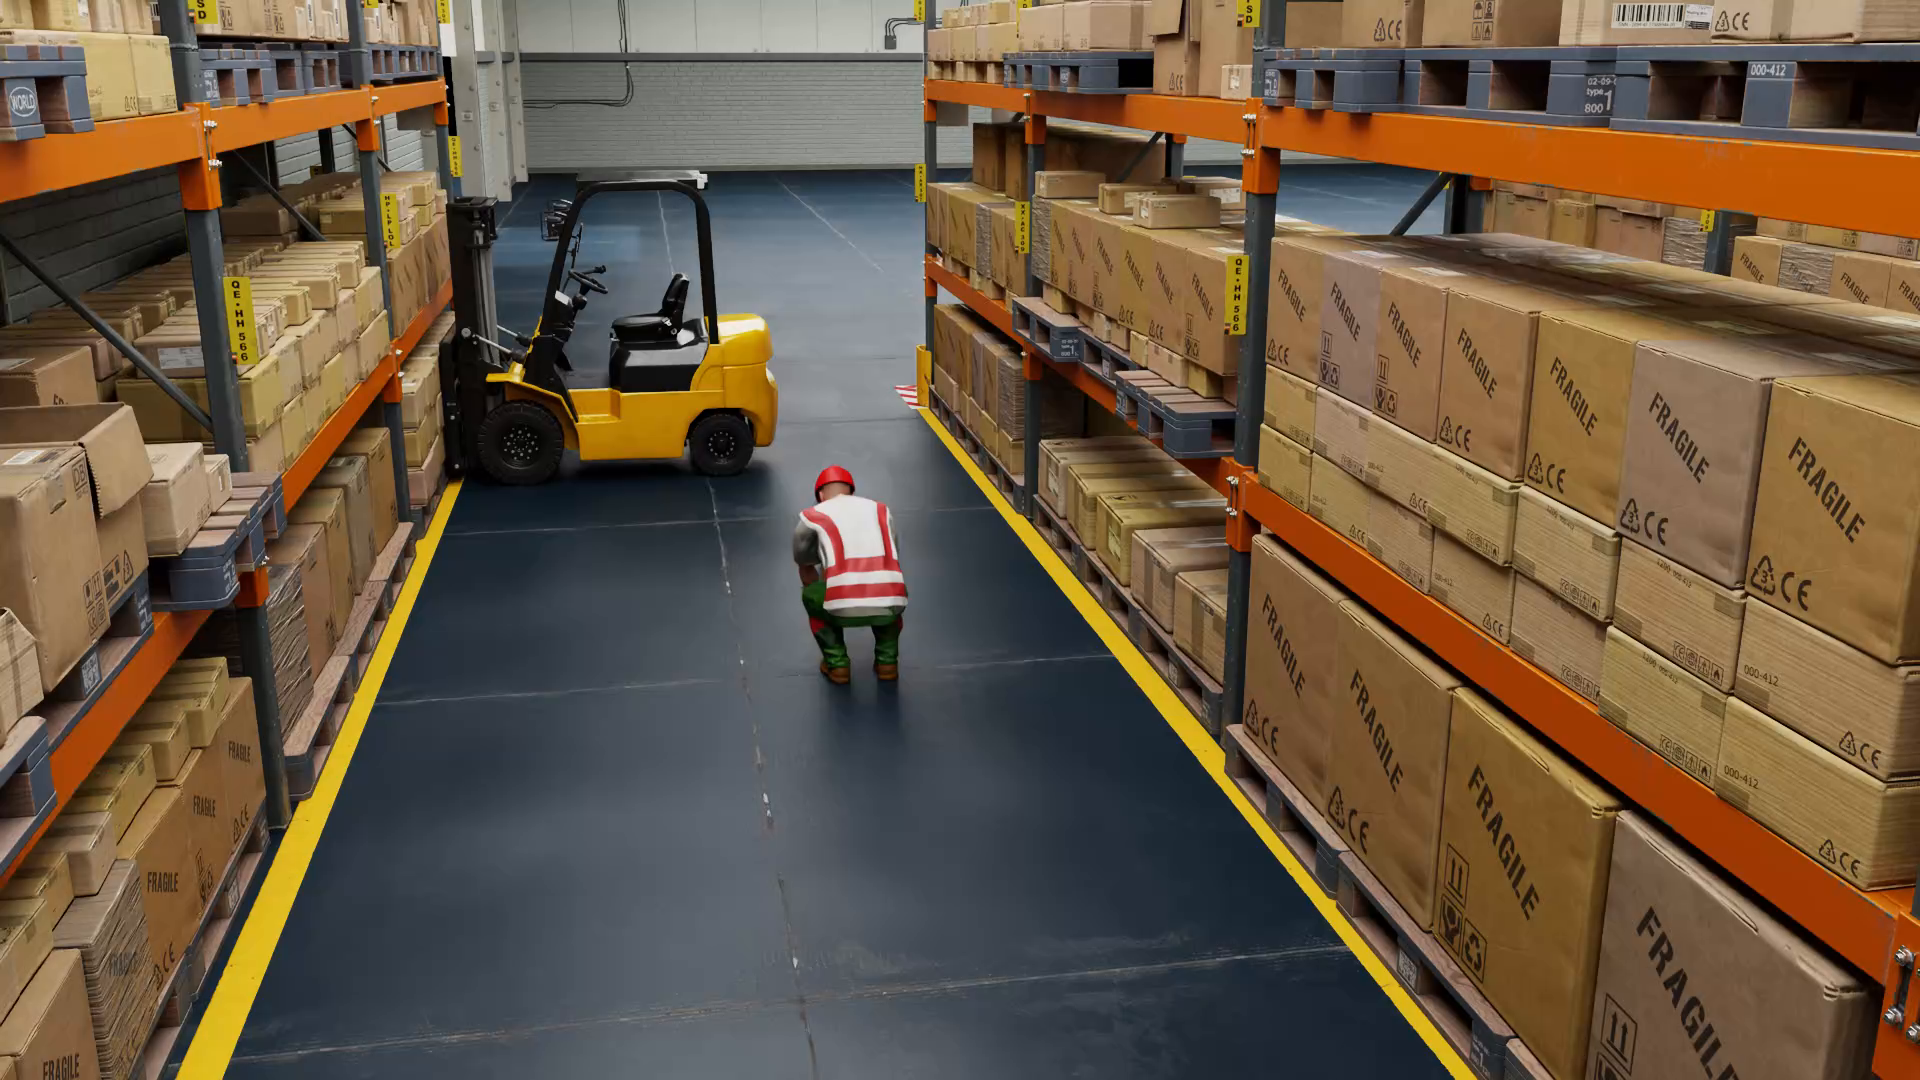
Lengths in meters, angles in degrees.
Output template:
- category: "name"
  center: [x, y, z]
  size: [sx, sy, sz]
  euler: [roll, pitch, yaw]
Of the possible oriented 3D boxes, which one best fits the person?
- category: "person"
  center: [-0.548, 0.165, 8.370]
  size: [0.570, 0.990, 0.884]
  euler: [-3, 16, -10]
